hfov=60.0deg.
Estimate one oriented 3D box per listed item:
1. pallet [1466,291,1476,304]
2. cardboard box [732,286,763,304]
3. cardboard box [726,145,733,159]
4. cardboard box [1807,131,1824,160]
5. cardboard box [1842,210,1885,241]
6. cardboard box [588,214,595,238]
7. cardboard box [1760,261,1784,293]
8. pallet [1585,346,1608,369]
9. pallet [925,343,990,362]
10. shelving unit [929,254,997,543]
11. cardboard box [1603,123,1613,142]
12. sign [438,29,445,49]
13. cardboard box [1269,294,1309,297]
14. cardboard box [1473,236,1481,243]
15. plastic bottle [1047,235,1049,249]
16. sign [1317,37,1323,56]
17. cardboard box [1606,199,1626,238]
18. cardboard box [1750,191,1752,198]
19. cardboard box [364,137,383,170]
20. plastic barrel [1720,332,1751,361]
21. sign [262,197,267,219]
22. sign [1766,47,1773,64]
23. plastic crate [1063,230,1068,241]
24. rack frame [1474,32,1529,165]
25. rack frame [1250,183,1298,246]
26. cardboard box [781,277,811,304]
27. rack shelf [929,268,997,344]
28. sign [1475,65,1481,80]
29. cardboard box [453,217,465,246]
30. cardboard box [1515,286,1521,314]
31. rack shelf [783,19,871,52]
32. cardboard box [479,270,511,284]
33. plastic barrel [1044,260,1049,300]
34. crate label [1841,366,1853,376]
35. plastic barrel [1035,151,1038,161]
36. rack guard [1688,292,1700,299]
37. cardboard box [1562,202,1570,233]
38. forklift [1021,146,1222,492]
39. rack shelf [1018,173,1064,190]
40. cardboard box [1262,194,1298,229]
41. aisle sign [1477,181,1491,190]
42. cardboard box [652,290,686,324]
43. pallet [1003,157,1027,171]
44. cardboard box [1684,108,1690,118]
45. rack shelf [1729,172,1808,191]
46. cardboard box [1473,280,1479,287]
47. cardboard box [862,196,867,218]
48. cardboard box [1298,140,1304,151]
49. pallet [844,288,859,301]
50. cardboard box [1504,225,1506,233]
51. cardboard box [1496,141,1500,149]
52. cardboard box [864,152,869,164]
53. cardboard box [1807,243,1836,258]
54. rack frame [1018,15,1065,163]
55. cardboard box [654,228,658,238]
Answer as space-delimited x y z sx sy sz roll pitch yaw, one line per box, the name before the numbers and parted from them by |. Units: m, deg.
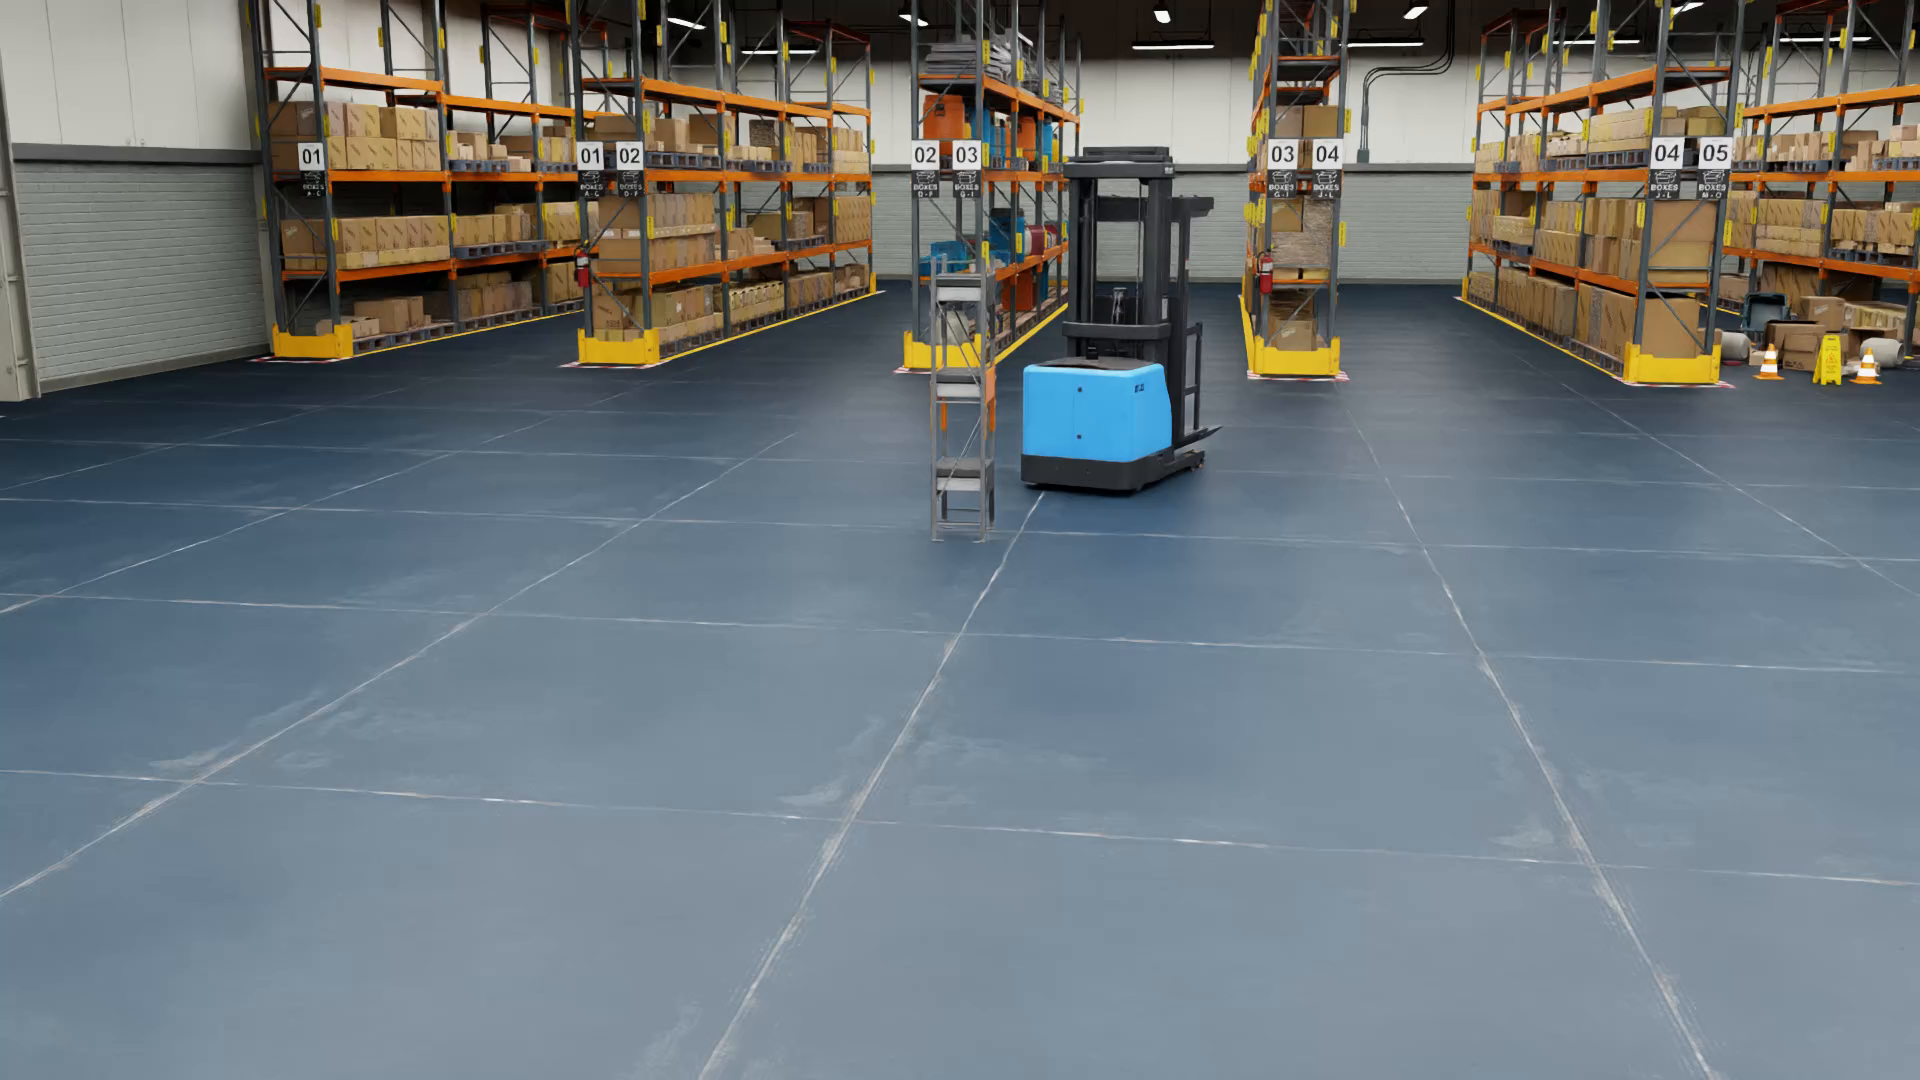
pallet | 11.886 -5.405 37.072 1.003 0.211 1.213 2 12 9
cardboard box | -3.916 -4.491 30.409 0.500 0.311 0.500 2 12 10
cardboard box | -4.275 -6.798 29.156 0.500 0.250 0.500 1 12 3
cardboard box | 15.699 -7.080 29.871 0.700 0.500 0.500 1 12 6
cardboard box | 15.363 -5.352 28.266 0.500 0.500 0.500 3 12 12
cardboard box | -8.102 -6.671 35.338 0.500 0.500 0.500 2 12 9
cardboard box | 16.333 -5.015 32.689 0.875 0.875 0.875 2 12 10
pallet | 9.833 -2.680 24.429 1.003 0.211 1.213 2 12 9
pallet | -0.087 -2.786 24.922 1.003 0.211 1.213 2 12 9
shelving unit | 0.025 -1.061 12.432 0.431 2.100 0.503 2 12 9
cardboard box | 9.707 -5.944 24.248 0.500 0.250 0.500 2 12 8
sign | -8.823 -8.524 28.279 0.100 0.325 0.005 2 12 9
cardboard box | 5.620 -3.971 28.688 0.700 0.500 0.500 1 12 4
cardboard box | 11.592 -6.664 36.890 0.380 0.149 0.250 2 12 7
plastic bottle | 1.732 -6.051 33.745 0.152 0.276 0.135 2 12 9
sign | 6.480 -8.881 29.936 0.100 0.325 0.005 2 12 9
cardboard box | 9.859 -4.642 23.996 0.875 0.550 0.500 2 12 9
cardboard box | 16.278 -7.012 33.759 0.380 0.149 0.250 2 12 9
cardboard box | -9.479 -6.090 26.226 0.500 0.500 0.500 2 12 11
plastic barrel | 11.553 -2.909 24.985 0.421 0.421 0.512 -10 16 -40
sign | -10.517 -5.027 25.201 0.100 0.325 0.005 2 12 9
sign | 15.805 -9.470 32.480 0.100 0.325 0.005 2 12 9
plastic crate | 2.216 -6.806 37.208 0.416 0.233 0.300 2 12 9
rack frame | 12.058 -9.884 36.999 1.000 3.000 0.127 2 12 9
rack frame | 6.557 -6.301 34.610 1.000 3.000 0.127 2 12 9
cardboard box | -3.336 -5.082 33.844 0.500 0.500 0.500 2 12 8
rack shelf | 0.025 -1.732 12.287 0.431 0.518 0.480 2 12 9
sign | 11.522 -10.397 36.974 0.100 0.325 0.005 2 12 9
cardboard box | -9.244 -5.486 29.547 0.700 0.500 0.500 2 12 9
cardboard box | 10.754 -4.523 31.298 0.500 0.500 0.500 2 12 11
rack shelf | -2.923 -11.245 37.129 1.077 0.370 4.000 2 12 9
cardboard box | -8.950 -5.041 31.874 0.500 0.250 0.500 2 12 10
plastic barrel | 1.563 -5.528 35.009 0.600 0.901 0.708 2 12 9
crate label | 12.206 -2.345 23.047 0.250 0.136 0.298 -5 13 -21
plastic barrel | 1.438 -7.437 32.136 0.294 0.245 0.294 0 12 0
rack guard | 16.968 -5.595 37.271 1.175 0.500 0.348 2 12 9
cardboard box | 10.517 -5.412 27.877 0.700 0.500 0.500 2 12 8
forklift | 1.654 -2.114 15.344 1.130 2.935 3.031 6 14 26
rack shelf | 1.356 -7.160 33.183 1.077 0.370 4.000 2 12 9
cardboard box | 4.703 -4.817 24.407 0.500 0.500 0.500 2 12 9
aisle sign | 11.773 -8.248 37.472 0.394 0.787 0.004 2 12 9
cardboard box | -4.635 -3.665 26.131 0.500 0.500 0.500 2 12 9
pallet | 0.418 -6.017 26.620 1.213 0.211 1.003 2 12 9
cardboard box | 10.041 -5.773 22.511 0.380 0.149 0.250 2 12 8
rack shelf | 16.657 -7.511 34.812 1.077 0.370 4.000 2 12 9
cardboard box | 11.529 -5.649 36.651 0.380 0.149 0.250 2 12 10
cardboard box | -2.489 -7.786 38.892 0.500 0.500 0.500 2 12 10
cardboard box | 4.602 -5.509 23.226 0.380 0.149 0.250 1 12 7
pallet | -2.939 -5.657 38.242 1.003 0.211 1.213 2 12 9
cardboard box | 10.731 -6.007 32.138 0.380 0.149 0.250 2 12 8
cardboard box | 11.247 -8.133 34.215 0.380 0.149 0.250 2 12 9
cardboard box | -2.443 -8.977 39.080 0.500 0.250 0.500 2 12 9
cardboard box | 15.555 -5.187 29.800 0.500 0.250 0.500 1 12 7
rack frame | 1.663 -9.394 34.723 1.000 3.000 0.127 2 12 9
cardboard box | -4.765 -4.620 25.035 0.380 0.149 0.250 2 12 7
